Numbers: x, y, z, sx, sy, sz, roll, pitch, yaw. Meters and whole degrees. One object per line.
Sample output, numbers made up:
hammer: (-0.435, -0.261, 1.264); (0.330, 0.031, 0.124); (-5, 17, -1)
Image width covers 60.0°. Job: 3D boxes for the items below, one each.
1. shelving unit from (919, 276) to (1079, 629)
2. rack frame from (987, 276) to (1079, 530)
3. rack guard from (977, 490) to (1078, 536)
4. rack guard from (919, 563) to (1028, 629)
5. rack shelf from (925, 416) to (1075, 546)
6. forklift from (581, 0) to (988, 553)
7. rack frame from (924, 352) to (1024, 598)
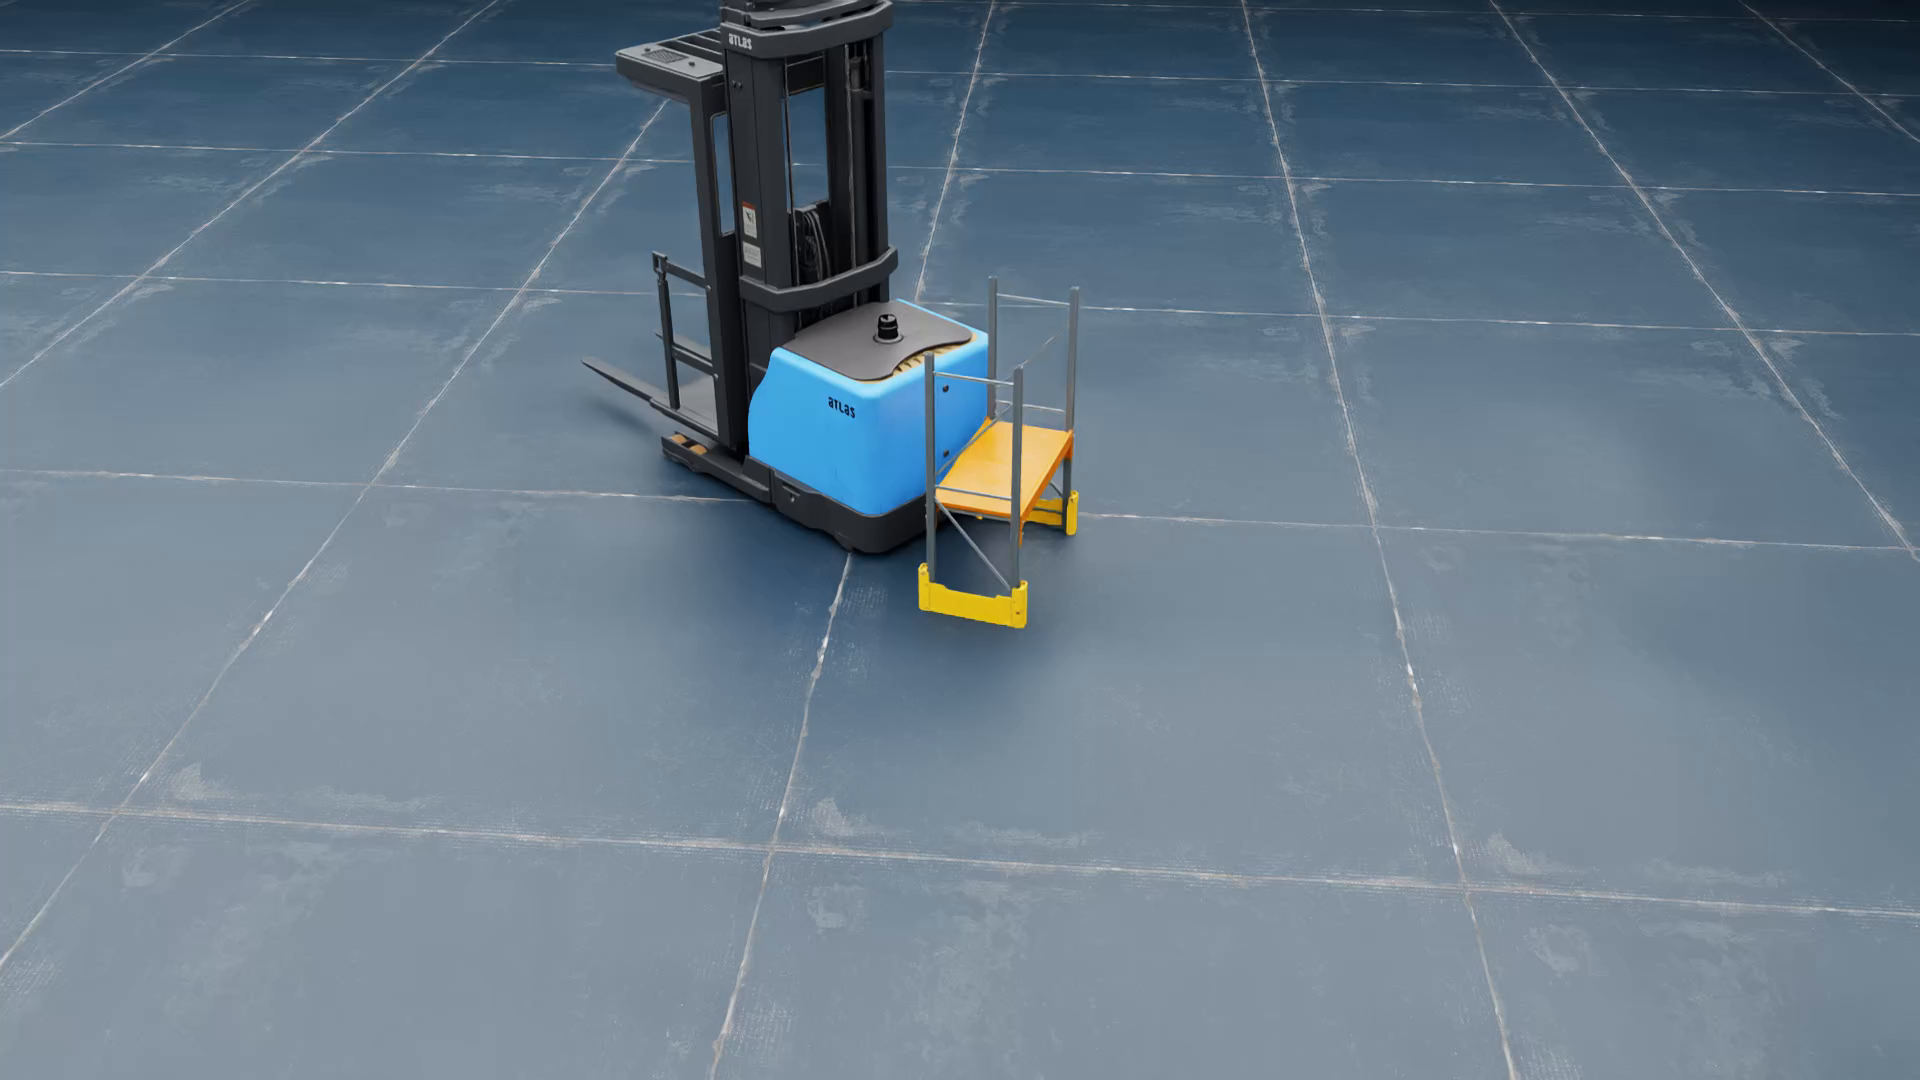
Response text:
shelving unit: (0.228, -0.484, 8.886); (0.587, 1.500, 1.083); (10, 33, 16)
rack frame: (0.395, -0.741, 9.303); (0.500, 1.500, 0.032); (10, 33, 16)
rack guard: (0.388, -0.199, 9.615); (0.587, 0.250, 0.087); (10, 33, 16)
rack guard: (0.067, 0.295, 8.813); (0.587, 0.250, 0.087); (10, 33, 16)
rack shelf: (0.231, -0.335, 8.988); (0.538, 0.185, 1.000); (10, 33, 16)
forklift: (-1.204, -1.838, 9.718); (3.031, 2.935, 1.130); (27, 41, 36)
rack frame: (0.067, -0.236, 8.484); (0.500, 1.500, 0.032); (10, 33, 16)
